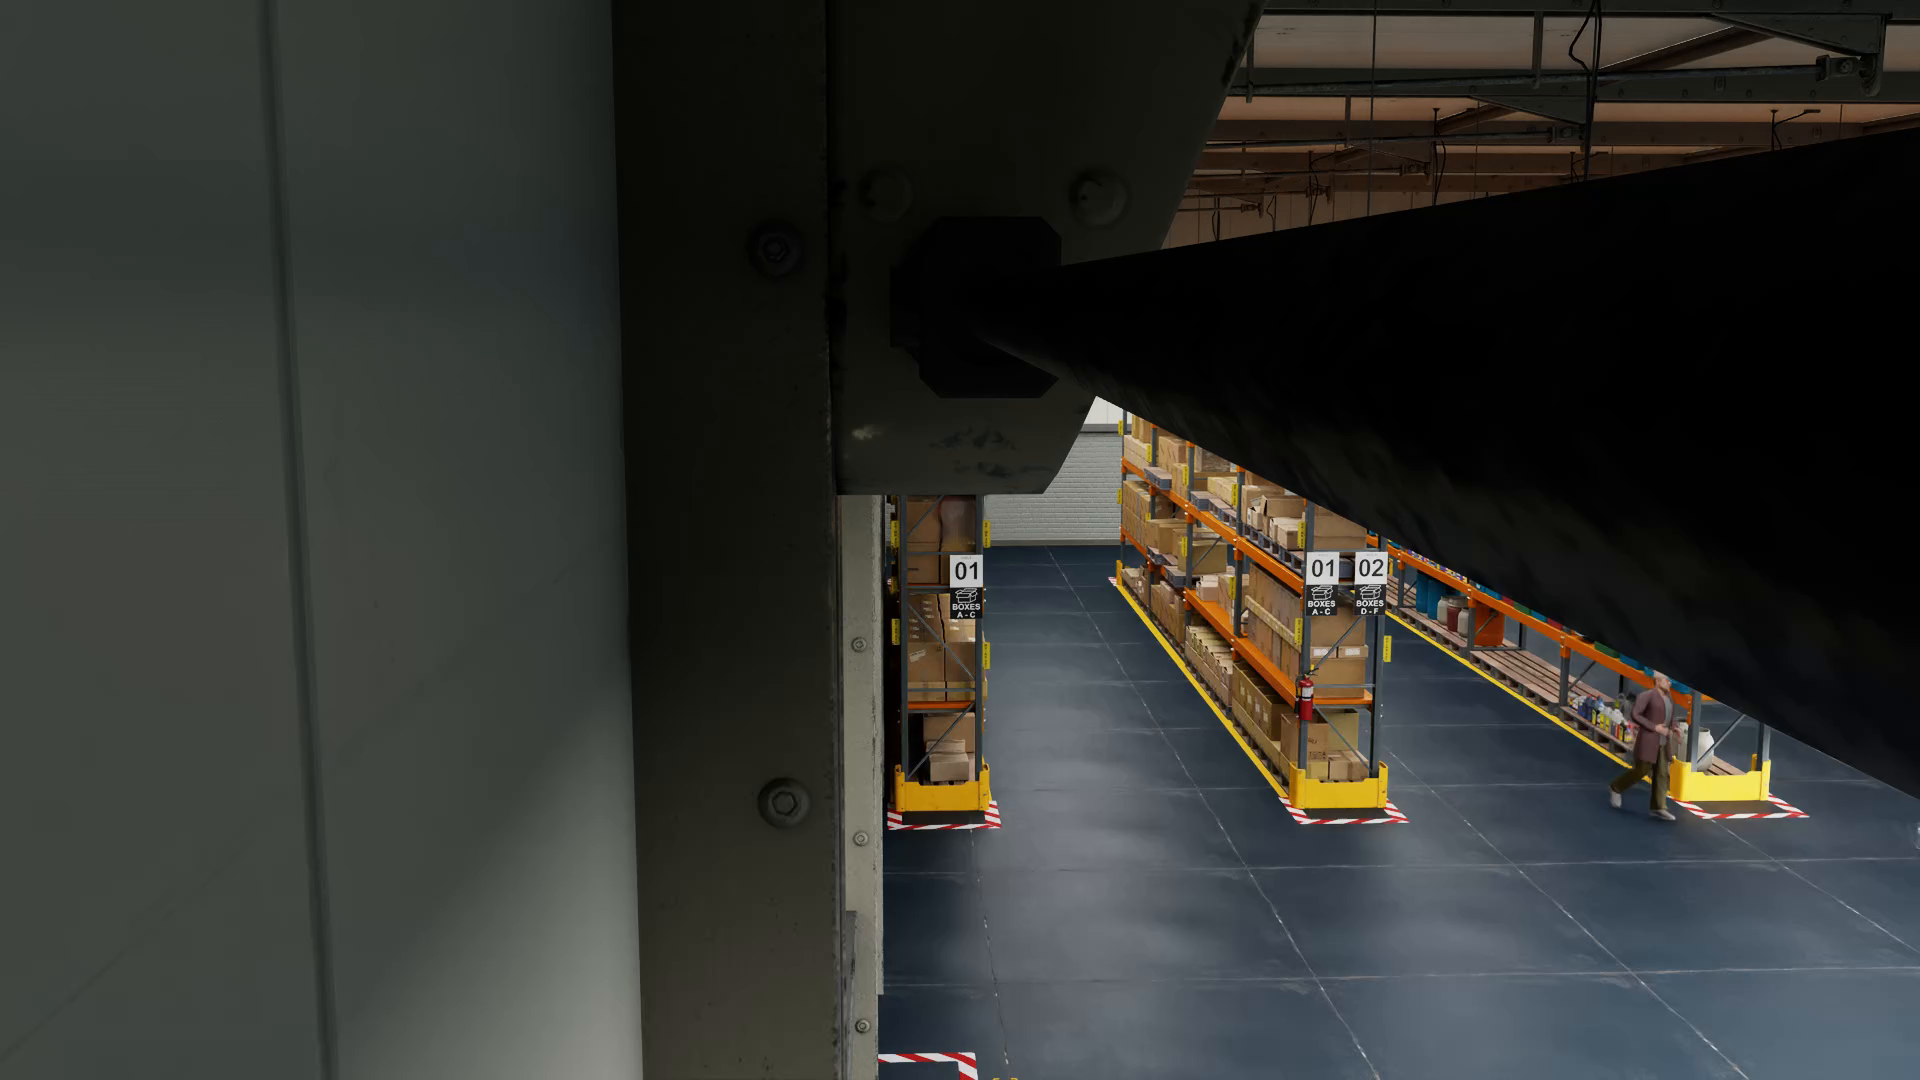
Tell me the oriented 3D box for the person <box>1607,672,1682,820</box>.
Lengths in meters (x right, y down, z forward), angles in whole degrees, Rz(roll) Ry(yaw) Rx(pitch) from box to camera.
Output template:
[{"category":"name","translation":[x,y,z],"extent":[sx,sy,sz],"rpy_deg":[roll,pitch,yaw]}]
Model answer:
[{"category":"person","translation":[8.507,2.462,20.309],"extent":[0.772,1.748,0.978],"rpy_deg":[-4,9,-26]}]

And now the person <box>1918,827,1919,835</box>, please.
[{"category":"person","translation":[11.050,2.799,18.575],"extent":[0.554,1.655,0.623],"rpy_deg":[4,9,27]}]
